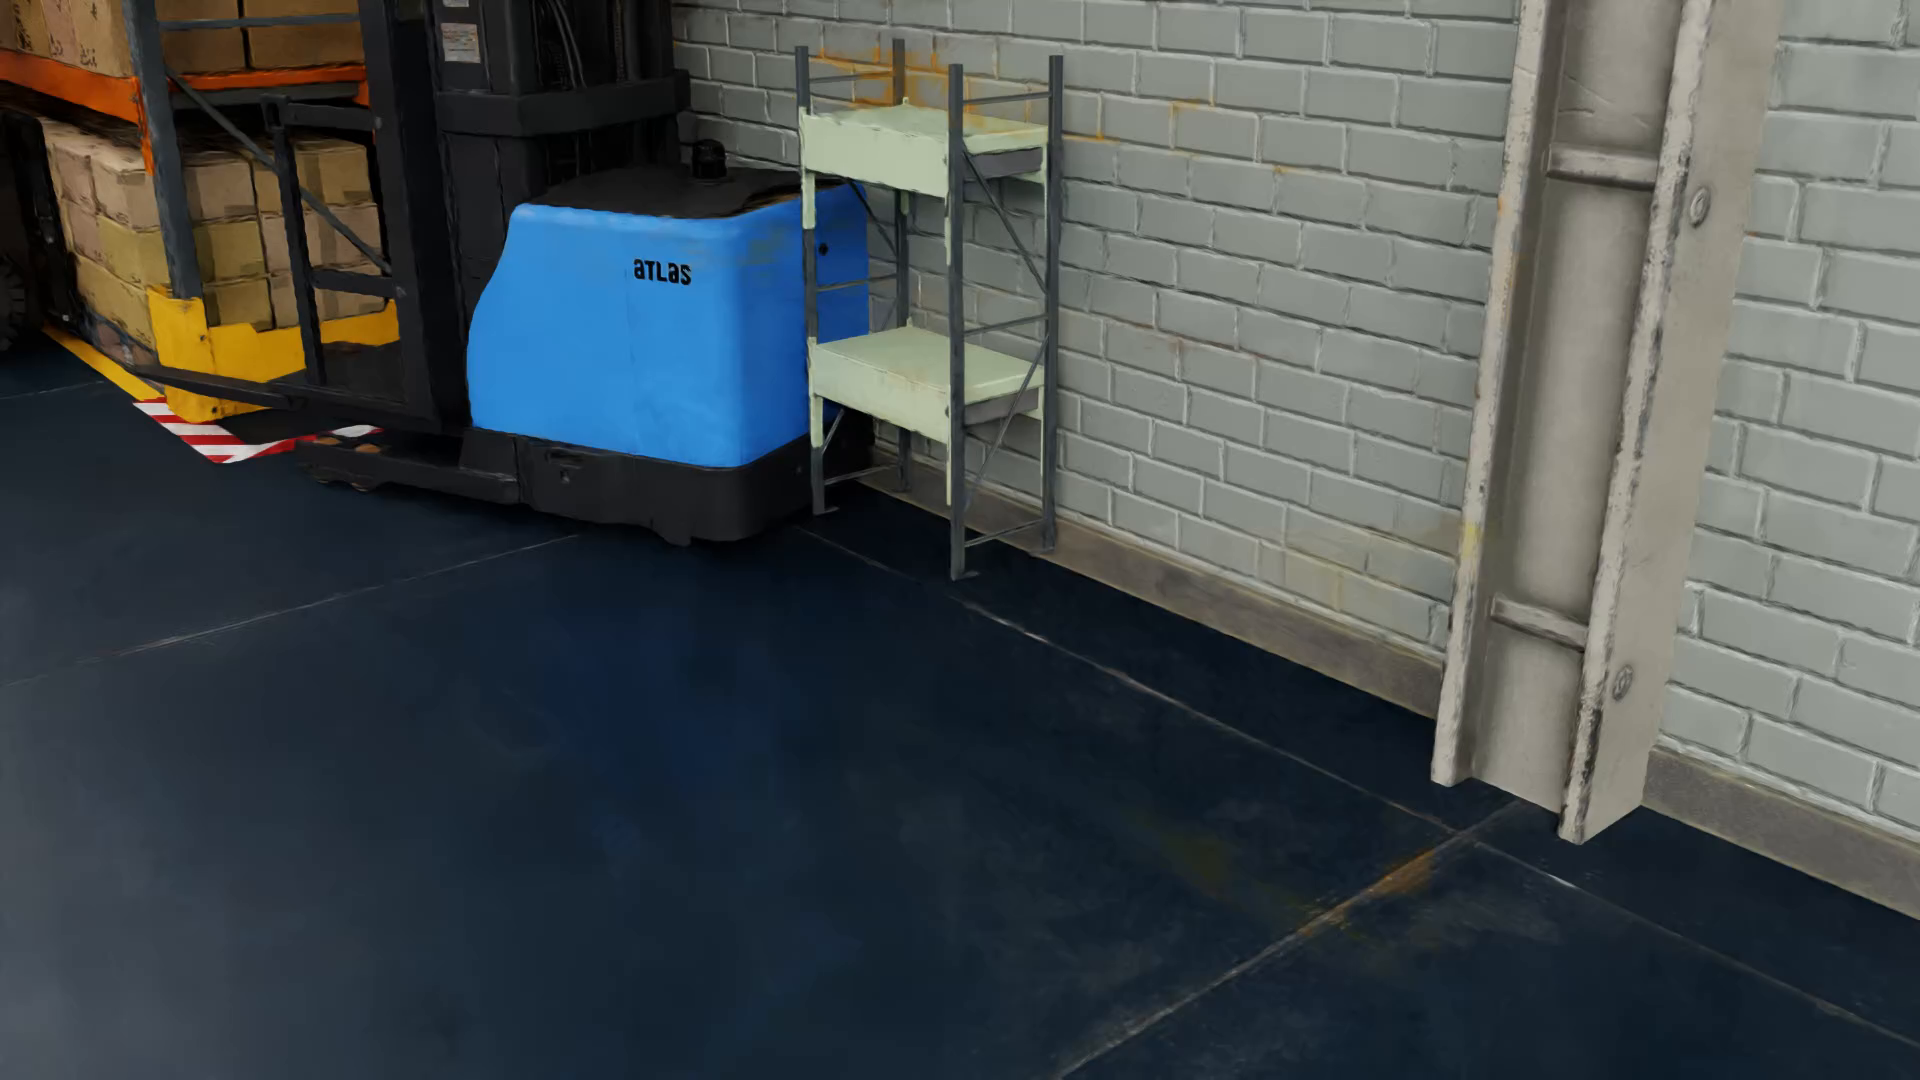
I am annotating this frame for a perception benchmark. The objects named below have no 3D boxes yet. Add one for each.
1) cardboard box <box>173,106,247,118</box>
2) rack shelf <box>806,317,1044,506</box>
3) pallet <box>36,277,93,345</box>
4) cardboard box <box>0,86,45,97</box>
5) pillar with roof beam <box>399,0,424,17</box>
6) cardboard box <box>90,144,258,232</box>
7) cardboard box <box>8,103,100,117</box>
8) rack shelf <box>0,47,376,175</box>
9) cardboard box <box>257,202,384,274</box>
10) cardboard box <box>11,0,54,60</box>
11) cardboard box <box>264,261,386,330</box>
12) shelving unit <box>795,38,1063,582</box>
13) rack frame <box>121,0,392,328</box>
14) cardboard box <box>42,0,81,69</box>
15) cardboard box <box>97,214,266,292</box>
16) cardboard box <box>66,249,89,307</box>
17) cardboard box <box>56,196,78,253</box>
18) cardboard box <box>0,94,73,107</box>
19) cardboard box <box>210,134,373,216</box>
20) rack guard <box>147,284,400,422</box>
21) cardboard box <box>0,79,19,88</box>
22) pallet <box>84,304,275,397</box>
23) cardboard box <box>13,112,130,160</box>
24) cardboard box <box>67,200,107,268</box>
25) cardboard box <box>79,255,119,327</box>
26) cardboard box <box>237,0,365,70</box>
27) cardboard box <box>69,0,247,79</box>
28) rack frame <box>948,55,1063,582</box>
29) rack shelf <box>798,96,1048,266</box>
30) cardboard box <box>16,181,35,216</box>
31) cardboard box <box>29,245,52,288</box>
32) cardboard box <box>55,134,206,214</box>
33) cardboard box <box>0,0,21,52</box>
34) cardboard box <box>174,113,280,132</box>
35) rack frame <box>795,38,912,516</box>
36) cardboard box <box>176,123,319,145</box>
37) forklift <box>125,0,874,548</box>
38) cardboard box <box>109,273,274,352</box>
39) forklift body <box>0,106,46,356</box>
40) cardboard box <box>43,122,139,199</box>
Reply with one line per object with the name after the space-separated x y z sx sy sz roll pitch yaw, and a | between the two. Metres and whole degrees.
-3.915 -2.033 8.385 0.500 0.250 0.500 -18 28 -38 | cardboard box
-0.099 -0.422 5.229 0.431 0.370 0.720 -17 27 -36 | rack shelf
-4.092 -1.293 8.496 1.003 0.211 1.213 -17 27 -37 | pallet
-5.302 -2.331 9.145 0.500 0.250 0.500 -18 28 -38 | cardboard box
-5.802 -4.229 3.942 9.100 9.000 0.400 -17 27 -37 | pillar with roof beam
-3.305 -1.487 6.991 0.500 0.250 0.500 -16 27 -36 | cardboard box
-4.642 -2.052 8.435 0.500 0.250 0.500 -16 27 -36 | cardboard box
-4.074 -2.271 8.155 1.077 0.370 4.000 -17 27 -37 | rack shelf
-2.918 -1.381 7.405 0.500 0.250 0.500 -17 27 -36 | cardboard box
-3.955 -2.460 7.515 0.500 0.500 0.500 -18 28 -38 | cardboard box
-2.941 -1.151 7.503 0.500 0.250 0.500 -17 27 -37 | cardboard box
-0.100 -0.725 5.109 0.431 1.500 0.755 -17 27 -36 | shelving unit
-2.769 -2.053 6.613 1.000 3.000 0.127 -17 27 -37 | rack frame
-3.620 -2.319 7.154 0.500 0.500 0.500 -16 27 -36 | cardboard box
-3.323 -1.261 7.100 0.500 0.250 0.500 -18 28 -38 | cardboard box
-3.952 -1.303 7.892 0.500 0.250 0.500 -17 27 -37 | cardboard box
-3.995 -1.540 7.812 0.500 0.250 0.500 -18 28 -39 | cardboard box
-4.975 -2.187 8.779 0.500 0.250 0.500 -17 27 -37 | cardboard box
-2.939 -1.612 7.310 0.500 0.250 0.500 -18 28 -38 | cardboard box
-2.753 -0.883 7.052 1.175 0.500 0.348 -17 27 -37 | rack guard
-6.229 -2.606 10.705 0.875 0.625 0.625 -18 28 -38 | cardboard box
-3.300 -0.956 7.636 1.003 0.211 1.213 -17 27 -37 | pallet
-4.305 -1.906 8.060 0.500 0.250 0.500 -18 28 -38 | cardboard box
-3.642 -1.402 7.461 0.500 0.250 0.500 -18 28 -38 | cardboard box
-3.632 -1.163 7.534 0.500 0.250 0.500 -17 27 -37 | cardboard box
-2.882 -2.303 7.113 0.500 0.500 0.500 -16 27 -36 | cardboard box
-3.289 -2.173 6.783 0.500 0.500 0.500 -18 28 -39 | cardboard box
0.132 -0.623 4.846 0.400 1.500 0.023 -17 27 -36 | rack frame
-0.101 -1.089 4.967 0.431 0.370 0.720 -17 27 -36 | rack shelf
-4.319 -1.679 8.167 0.500 0.250 0.500 -18 27 -38 | cardboard box
-4.308 -1.441 8.245 0.500 0.250 0.500 -16 27 -36 | cardboard box
-3.643 -1.627 7.348 0.500 0.250 0.500 -17 27 -36 | cardboard box
-4.292 -2.597 7.863 0.500 0.500 0.500 -17 27 -37 | cardboard box
-3.586 -1.890 8.019 0.500 0.250 0.500 -18 27 -38 | cardboard box
-0.332 -0.828 5.373 0.400 1.500 0.023 -17 27 -36 | rack frame
-3.268 -1.749 7.660 0.500 0.250 0.500 -17 27 -37 | cardboard box
-1.819 -1.698 5.799 3.031 2.935 1.130 10 24 25 | forklift
-3.315 -1.023 7.178 0.500 0.250 0.500 -17 27 -37 | cardboard box
-5.388 -1.748 6.997 2.313 2.155 1.214 -17 27 -37 | forklift body
-3.980 -1.764 7.698 0.500 0.250 0.500 -17 27 -37 | cardboard box
